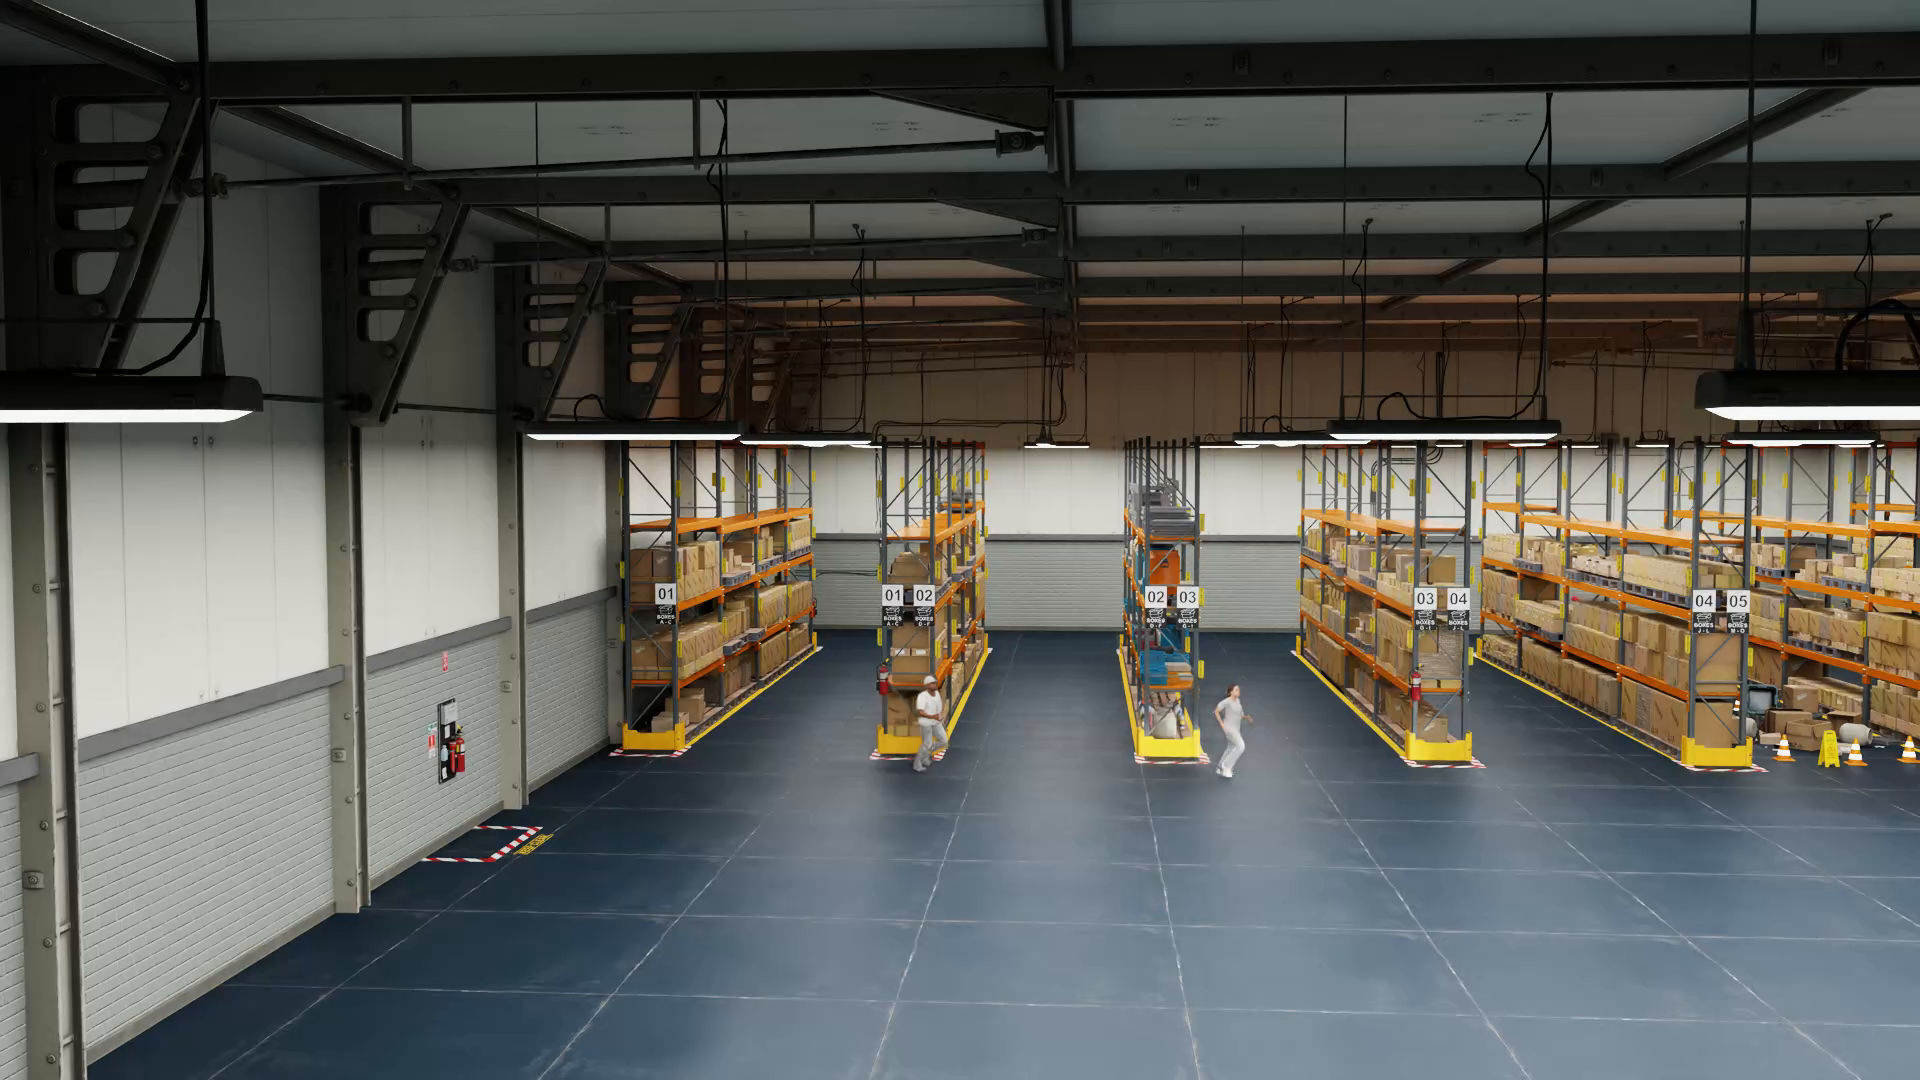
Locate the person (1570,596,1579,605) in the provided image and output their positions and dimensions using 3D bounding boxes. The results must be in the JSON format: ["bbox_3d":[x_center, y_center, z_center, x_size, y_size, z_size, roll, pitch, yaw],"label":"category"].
[{"bbox_3d":[16.641,2.390,45.035,0.661,1.769,0.955,0,3,-4],"label":"person"}]

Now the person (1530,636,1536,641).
[{"bbox_3d":[16.473,2.387,47.375,0.727,1.638,0.507,0,3,9],"label":"person"}]

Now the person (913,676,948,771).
[{"bbox_3d":[-0.496,3.267,29.653,0.729,1.714,0.734,3,4,41],"label":"person"}]

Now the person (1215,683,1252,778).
[{"bbox_3d":[4.792,3.330,29.129,0.642,1.648,0.569,2,4,35],"label":"person"}]
